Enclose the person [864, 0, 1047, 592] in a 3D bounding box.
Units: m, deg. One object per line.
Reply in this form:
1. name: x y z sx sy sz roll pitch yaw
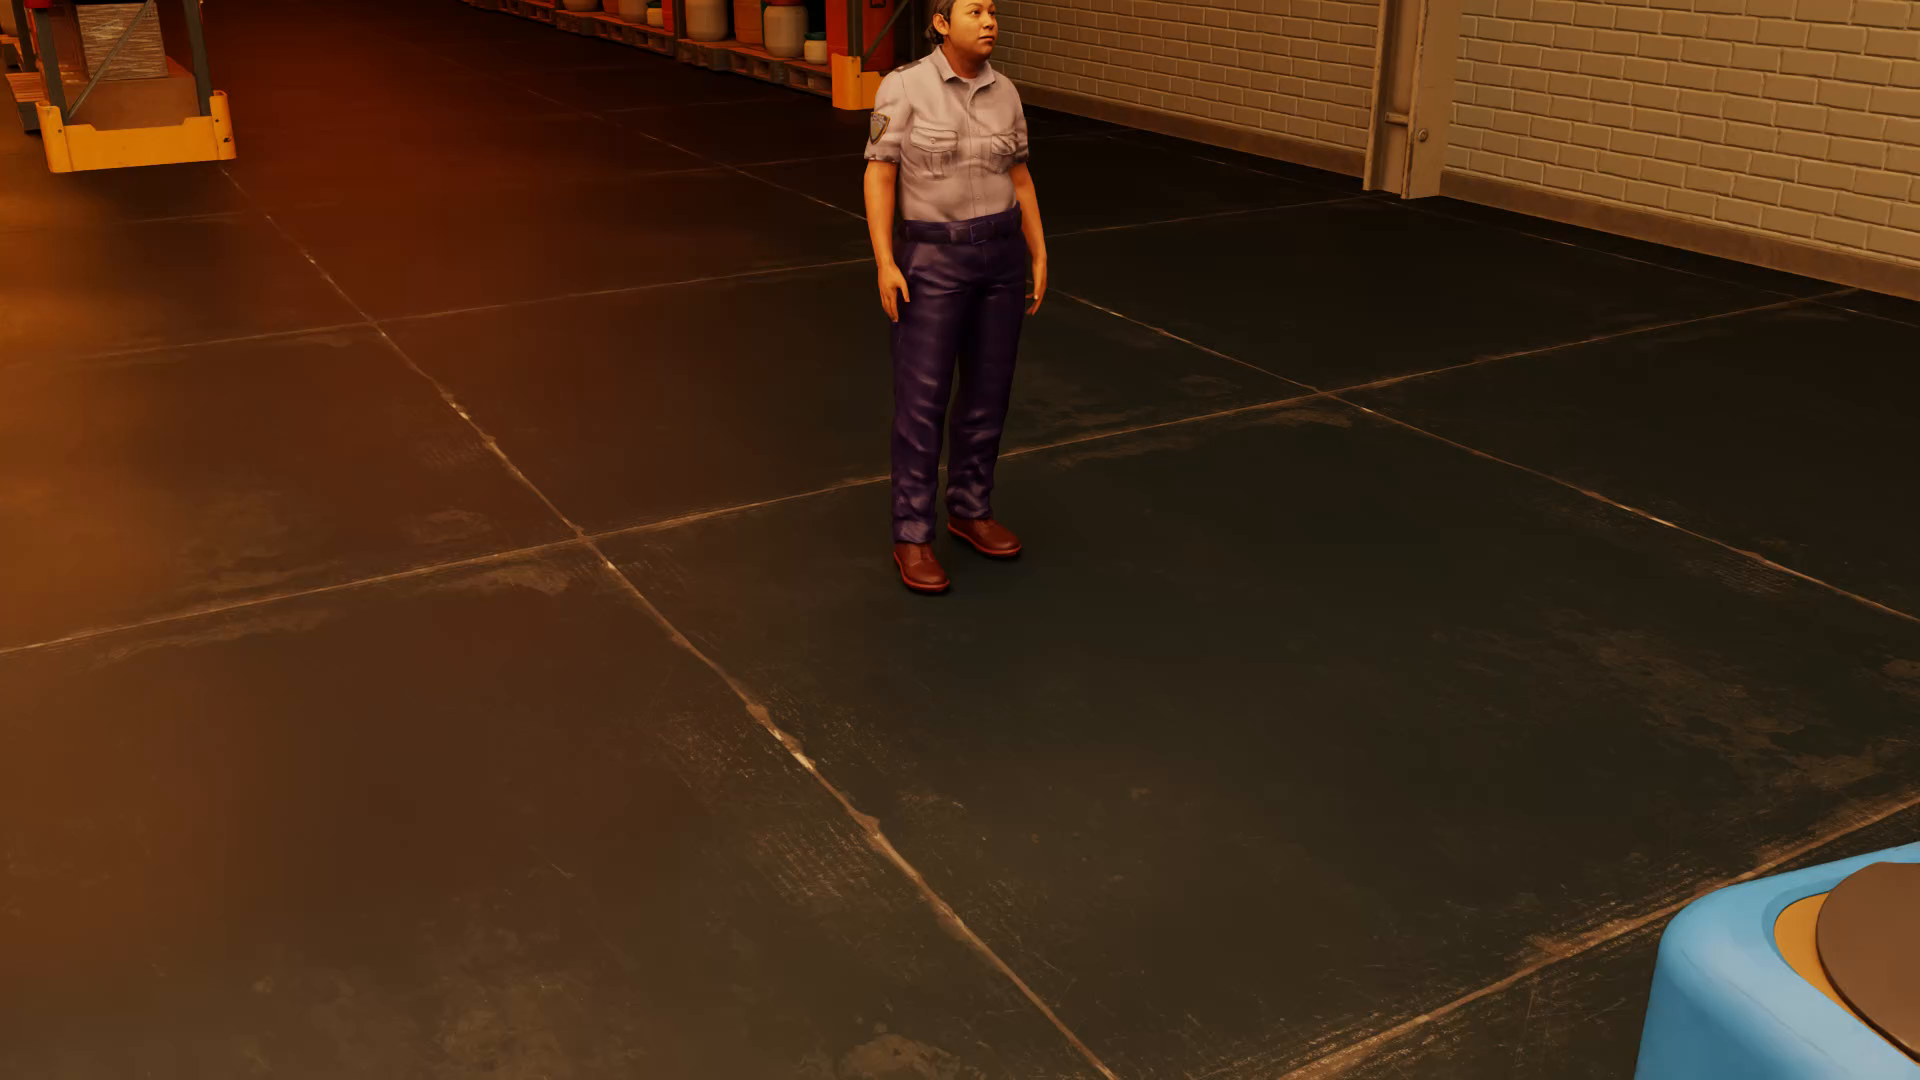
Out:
1. person: 0.025 -0.735 4.736 0.598 1.651 0.502 -12 25 -28
